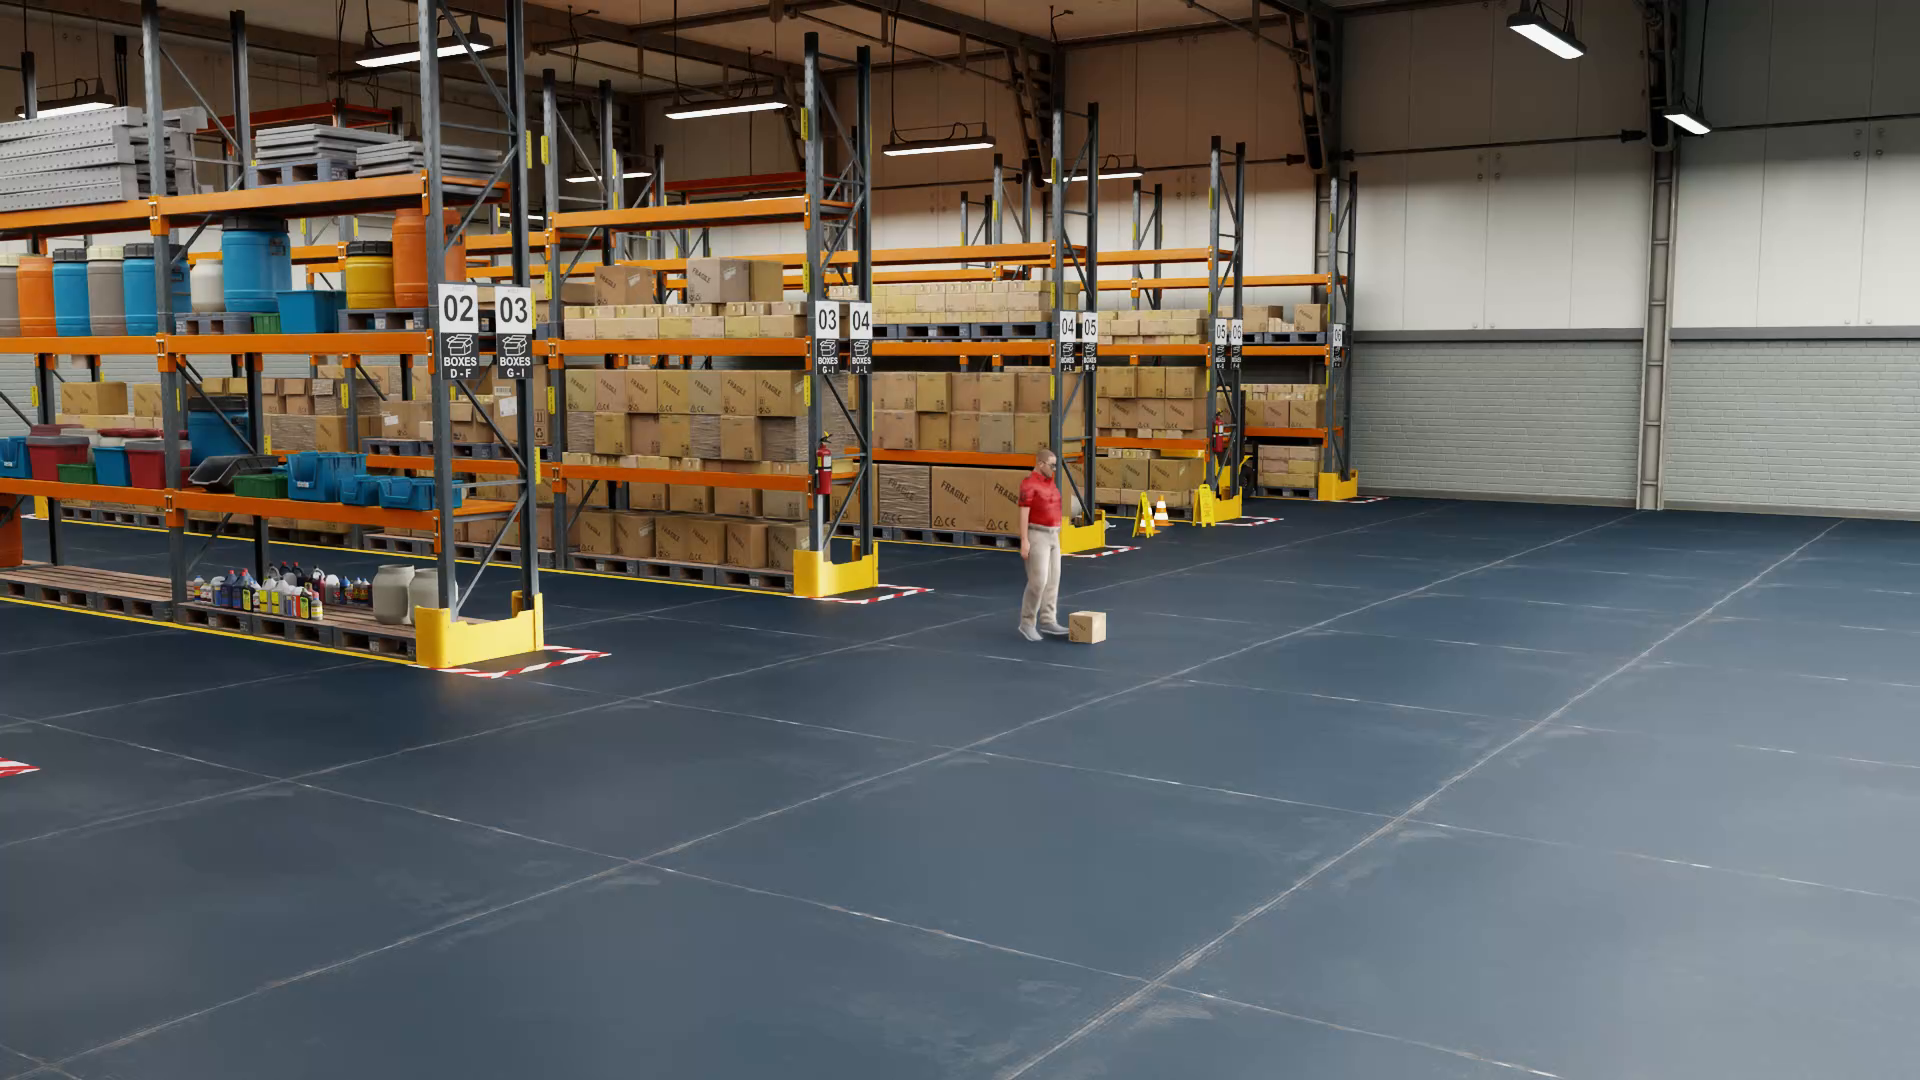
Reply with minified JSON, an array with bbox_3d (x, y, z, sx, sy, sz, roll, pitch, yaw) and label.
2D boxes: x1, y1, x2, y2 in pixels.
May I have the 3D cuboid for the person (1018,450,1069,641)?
[{"bbox_3d":[0.808,0.056,15.466,0.463,1.786,0.589,4,7,33],"label":"person"}]
